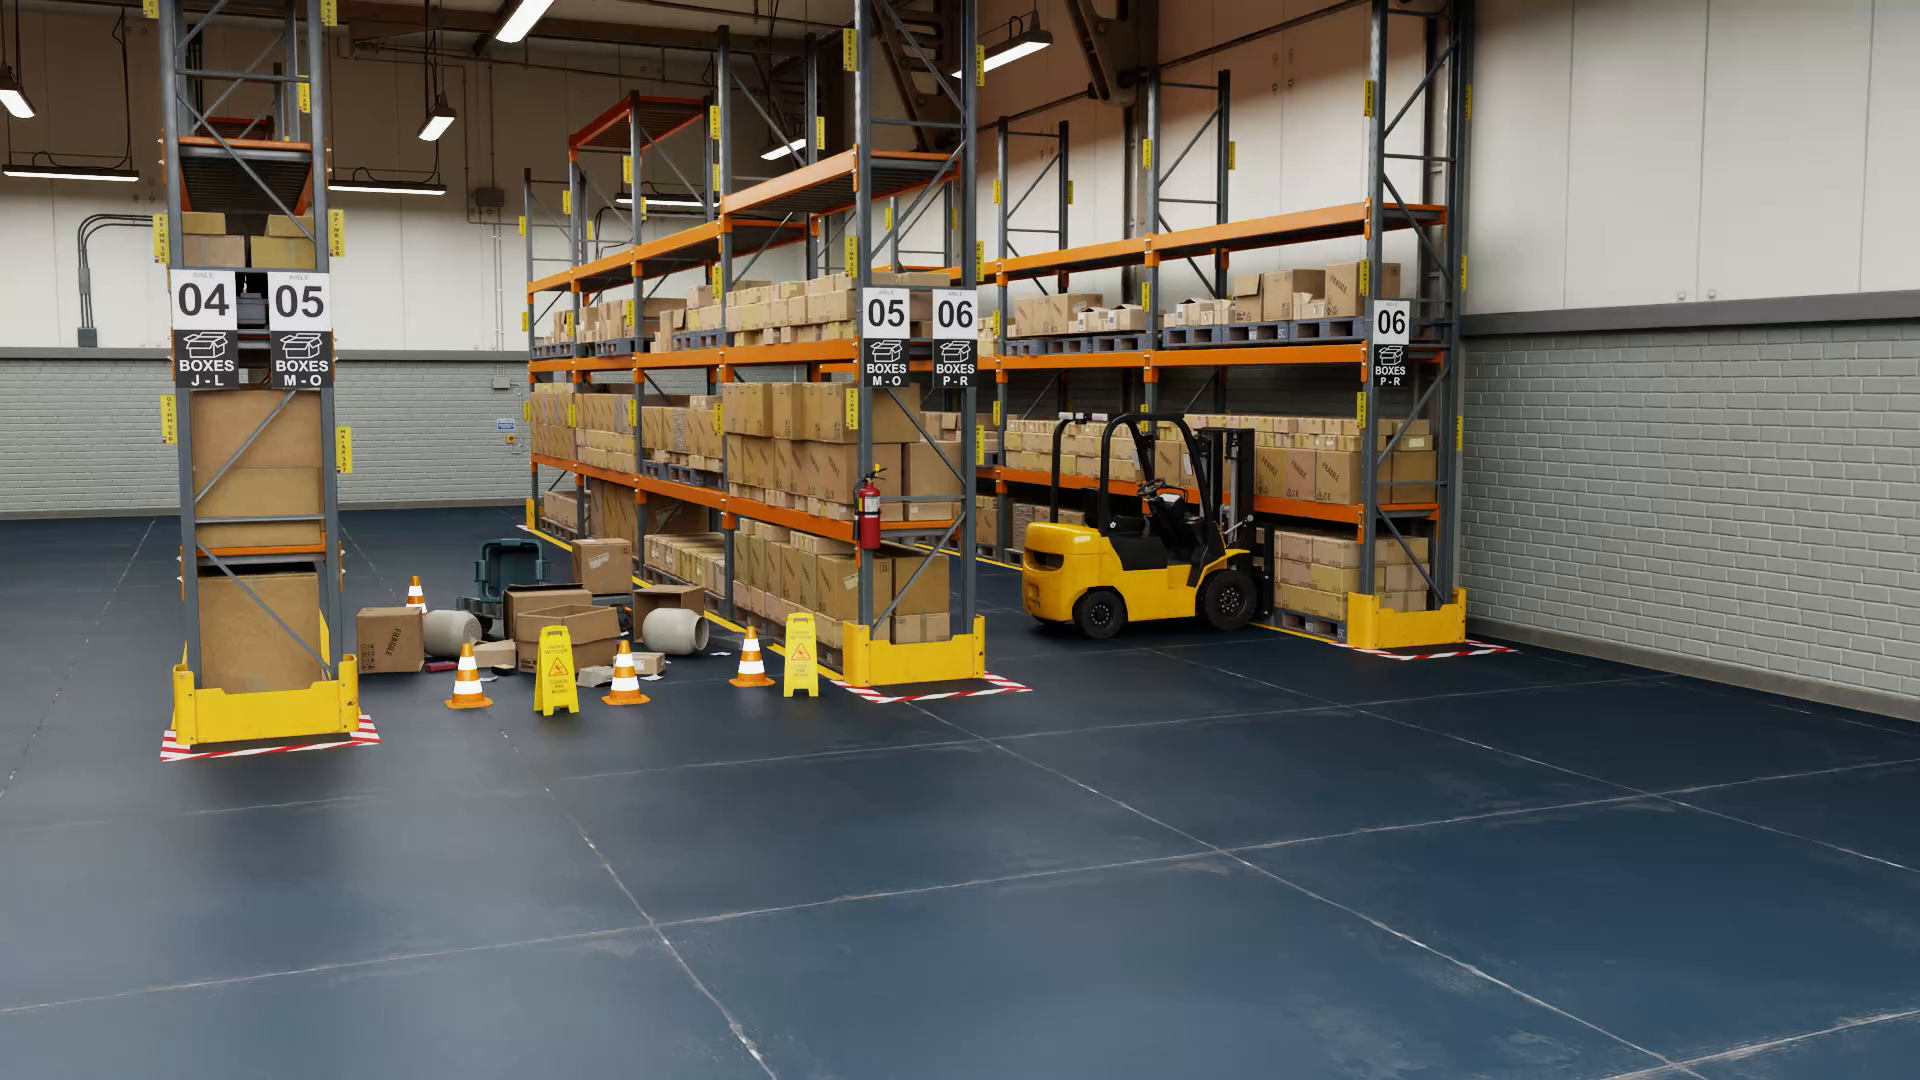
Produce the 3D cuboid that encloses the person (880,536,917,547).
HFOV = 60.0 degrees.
[{"bbox_3d":[-0.691,-0.128,18.068,0.563,1.767,0.366,-2,6,-22],"label":"person"}]
